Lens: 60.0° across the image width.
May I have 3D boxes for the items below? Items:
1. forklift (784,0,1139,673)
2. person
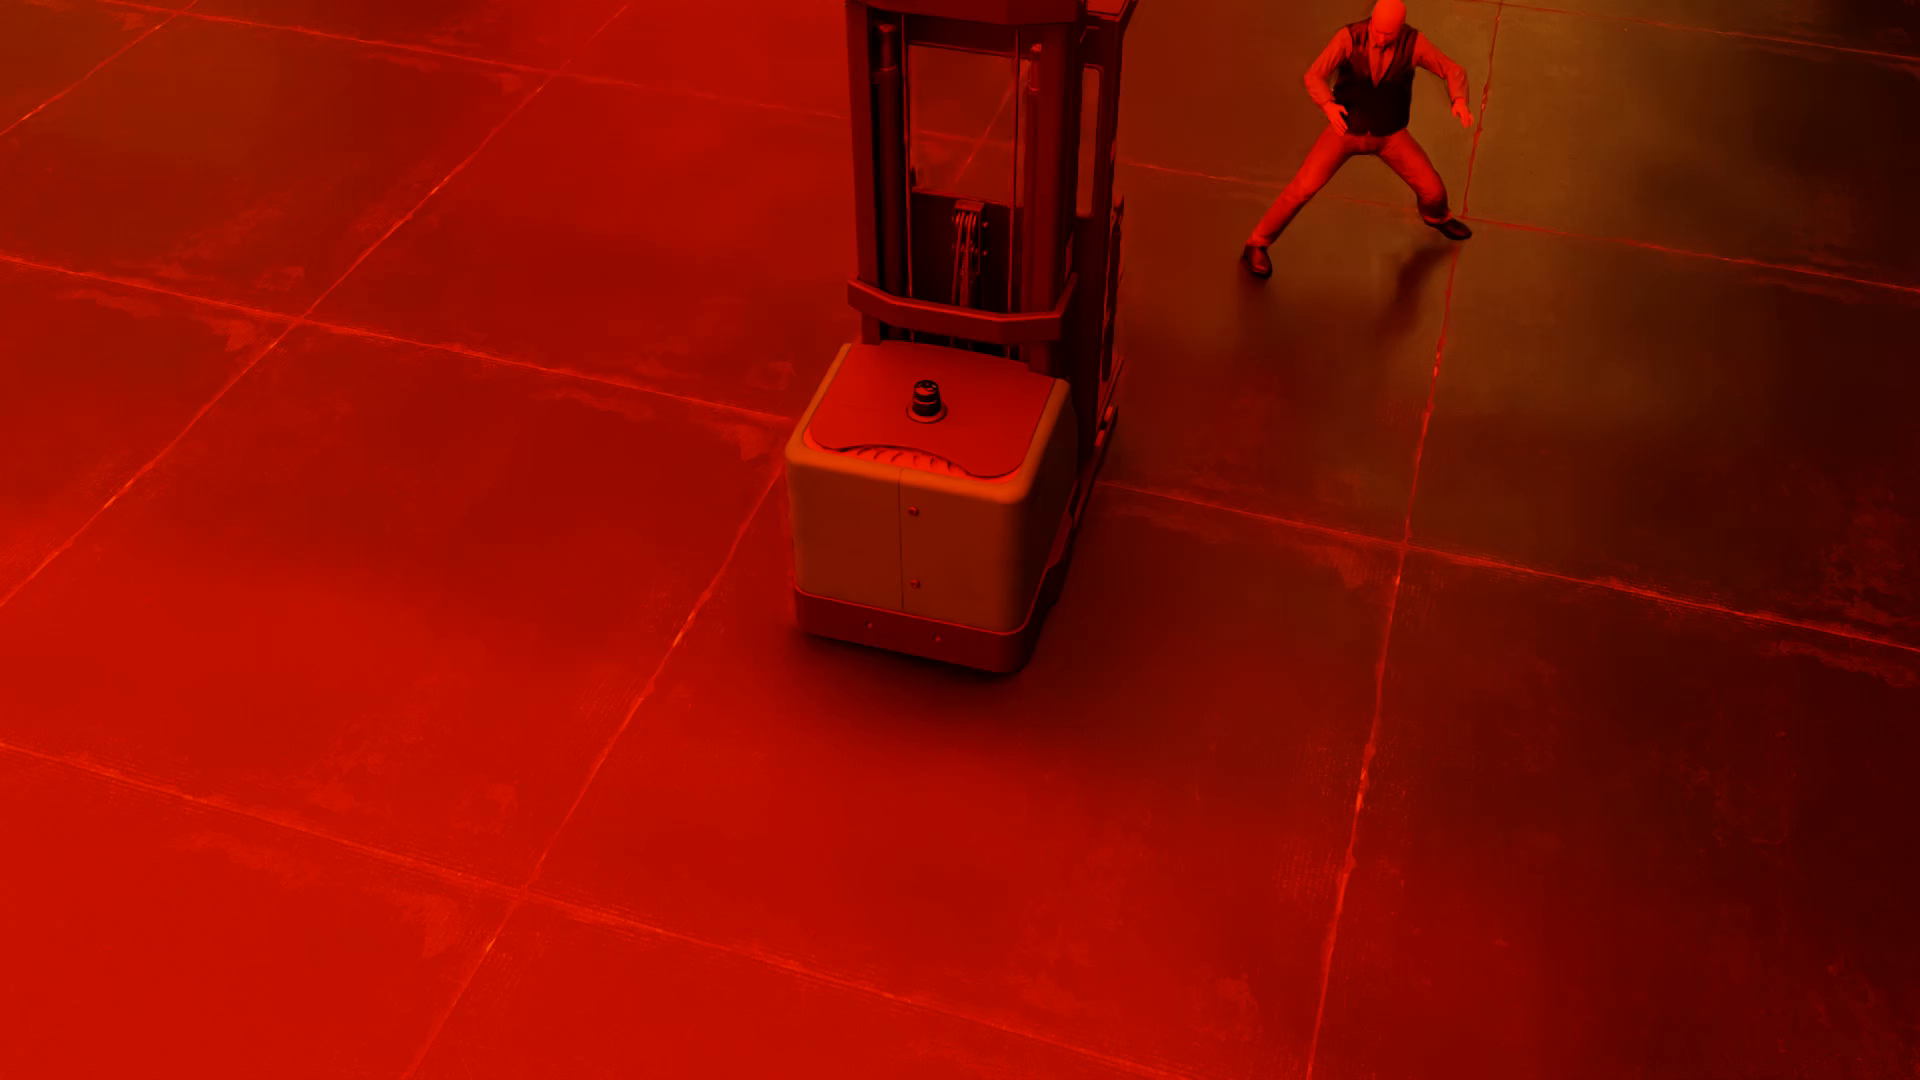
[{"bbox_3d":[0.168,-1.522,7.325,1.130,2.935,3.031,11,44,12],"label":"forklift"},{"bbox_3d":[2.300,-2.215,9.115,1.297,1.503,0.734,7,43,7],"label":"person"}]
